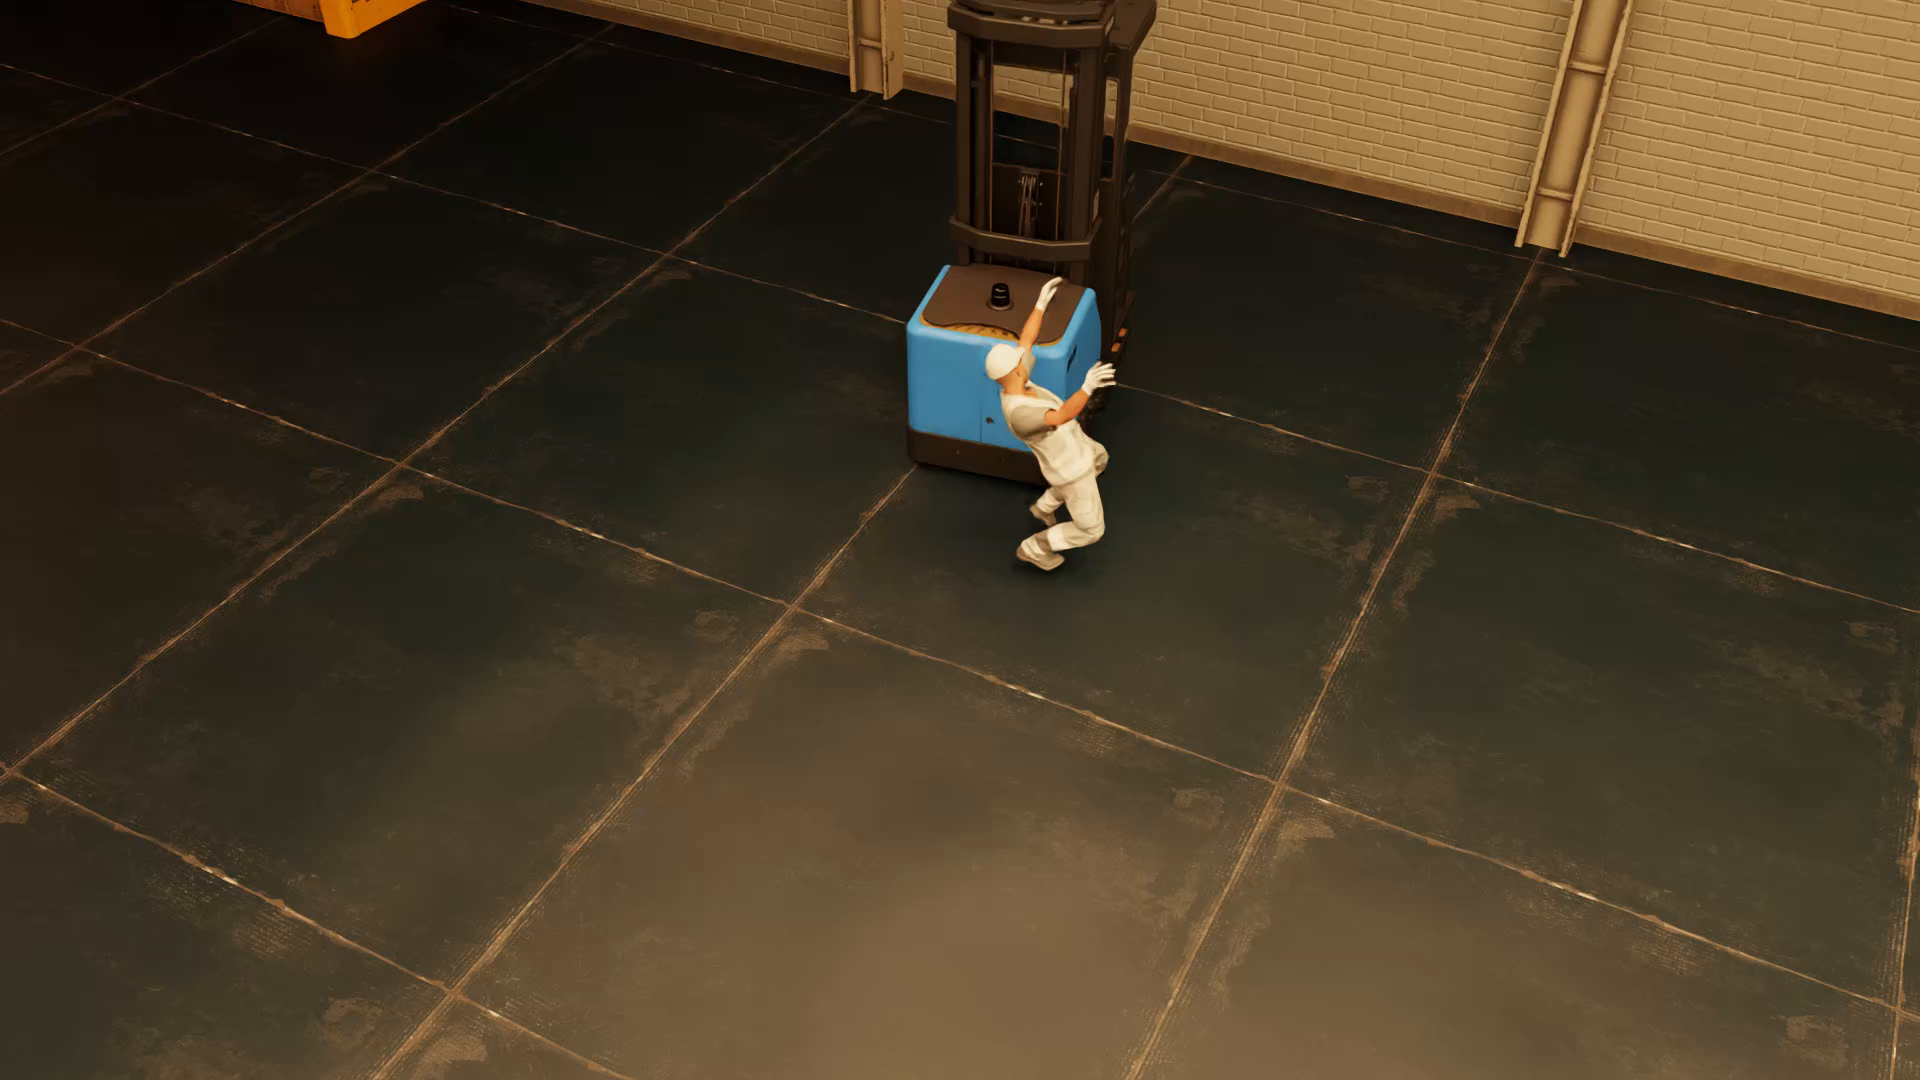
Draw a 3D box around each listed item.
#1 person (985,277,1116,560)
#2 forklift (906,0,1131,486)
[{"bbox_3d":[0.523,-0.624,9.662,0.774,1.548,0.999,-2,40,-2],"label":"person"},{"bbox_3d":[0.587,-2.420,10.860,1.130,2.935,3.031,12,41,13],"label":"forklift"}]
